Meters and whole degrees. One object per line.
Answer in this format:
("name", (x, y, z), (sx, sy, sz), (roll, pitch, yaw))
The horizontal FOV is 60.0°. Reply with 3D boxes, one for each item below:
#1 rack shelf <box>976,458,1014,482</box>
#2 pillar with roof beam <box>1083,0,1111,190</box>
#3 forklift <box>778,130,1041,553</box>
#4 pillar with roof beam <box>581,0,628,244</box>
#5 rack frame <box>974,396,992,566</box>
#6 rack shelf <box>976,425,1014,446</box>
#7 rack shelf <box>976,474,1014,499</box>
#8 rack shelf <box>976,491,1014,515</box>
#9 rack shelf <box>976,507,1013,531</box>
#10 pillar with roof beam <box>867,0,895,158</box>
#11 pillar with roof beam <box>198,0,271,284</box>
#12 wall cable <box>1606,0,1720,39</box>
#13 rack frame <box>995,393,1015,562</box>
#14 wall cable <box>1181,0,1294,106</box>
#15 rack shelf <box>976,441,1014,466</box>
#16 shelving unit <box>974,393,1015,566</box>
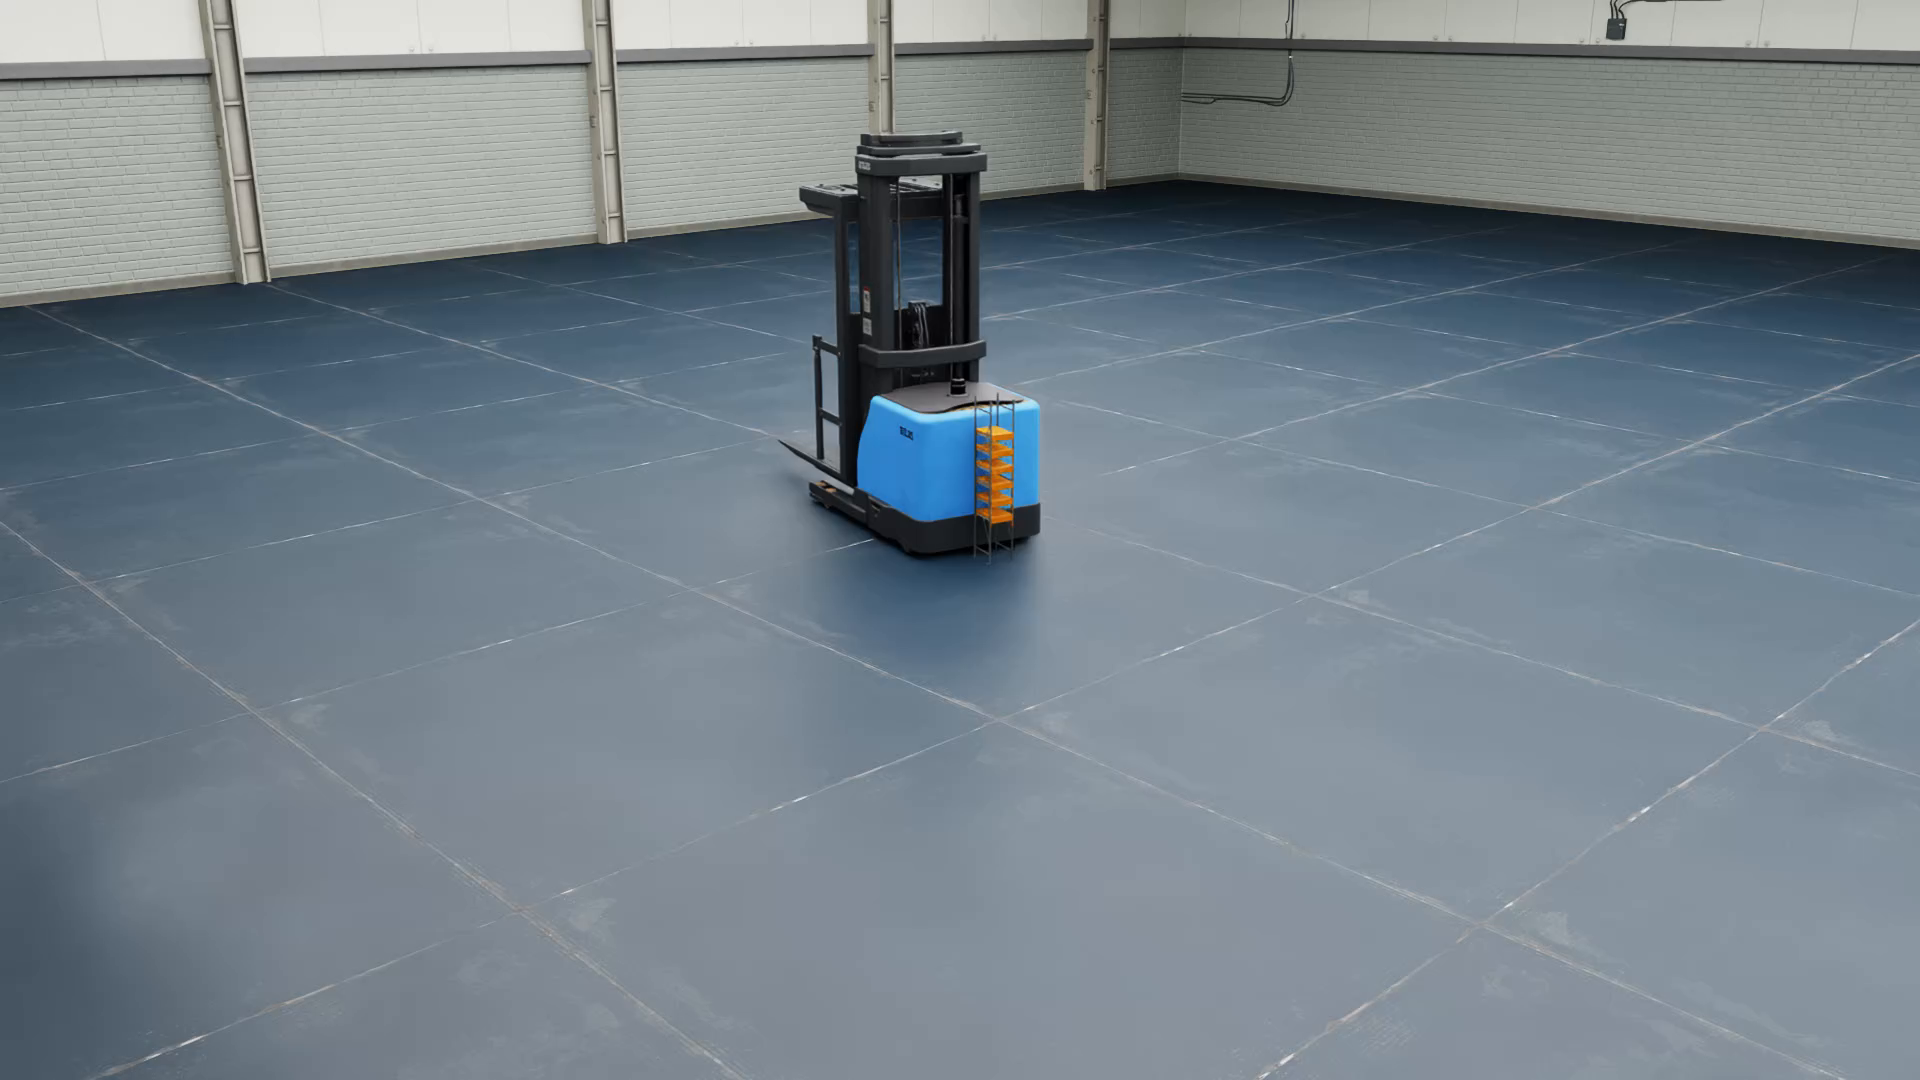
("rack shelf", (0.241, -0.502, 11.842), (0.180, 0.103, 0.258), (-10, 20, -27))
("pillar with roof beam", (5.849, -10.855, 31.374), (0.400, 9.000, 9.100), (-16, 24, -41))
("forklift", (-0.556, -1.704, 12.987), (1.130, 2.935, 3.031), (-10, 20, -27))
("pillar with roof beam", (-2.870, -8.312, 23.532), (0.400, 9.000, 9.100), (-16, 24, -41))
("rack frame", (0.161, -0.416, 11.823), (0.006, 1.200, 0.240), (-10, 20, -27))
("rack shelf", (0.241, -0.730, 11.768), (0.180, 0.103, 0.258), (-10, 20, -27))
("rack shelf", (0.241, -0.388, 11.879), (0.180, 0.103, 0.258), (-10, 20, -27))
("rack shelf", (0.241, -0.274, 11.916), (0.180, 0.103, 0.258), (-10, 20, -27))
("rack shelf", (0.241, -0.160, 11.953), (0.180, 0.103, 0.258), (-10, 20, -27))
("pillar with roof beam", (1.489, -9.584, 27.453), (0.400, 9.000, 9.100), (-16, 24, -41))
("pillar with roof beam", (-7.230, -7.041, 19.610), (0.400, 9.000, 9.100), (-16, 24, -41))
("wall cable", (12.451, -11.635, 28.265), (0.169, 6.003, 2.305), (-16, 24, -41))
("rack frame", (0.321, -0.444, 11.908), (0.006, 1.200, 0.240), (-10, 20, -27))
("wall cable", (5.941, -10.671, 35.840), (0.112, 2.526, 3.097), (-16, 24, -41))
("rack shelf", (0.241, -0.616, 11.805), (0.180, 0.103, 0.258), (-10, 20, -27))
("shelving unit", (0.241, -0.430, 11.865), (0.189, 1.200, 0.258), (-10, 20, -27))
